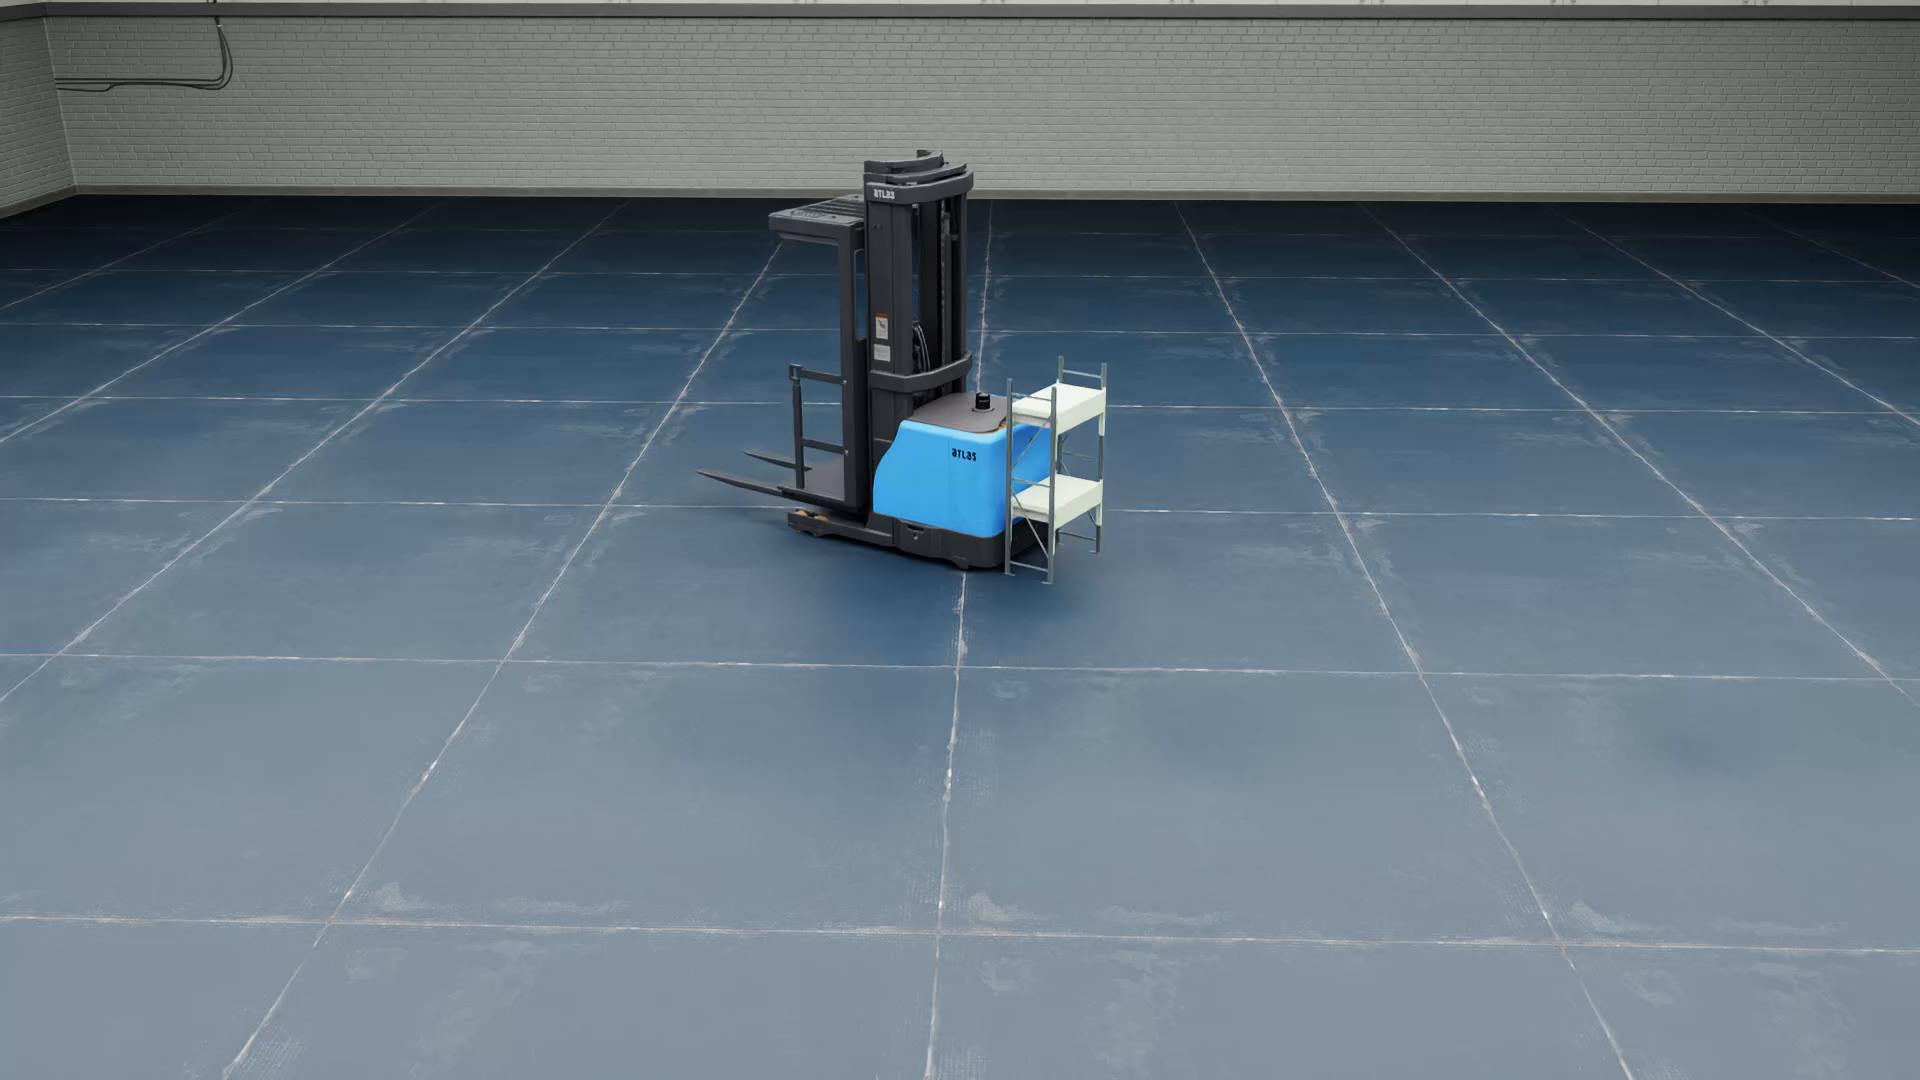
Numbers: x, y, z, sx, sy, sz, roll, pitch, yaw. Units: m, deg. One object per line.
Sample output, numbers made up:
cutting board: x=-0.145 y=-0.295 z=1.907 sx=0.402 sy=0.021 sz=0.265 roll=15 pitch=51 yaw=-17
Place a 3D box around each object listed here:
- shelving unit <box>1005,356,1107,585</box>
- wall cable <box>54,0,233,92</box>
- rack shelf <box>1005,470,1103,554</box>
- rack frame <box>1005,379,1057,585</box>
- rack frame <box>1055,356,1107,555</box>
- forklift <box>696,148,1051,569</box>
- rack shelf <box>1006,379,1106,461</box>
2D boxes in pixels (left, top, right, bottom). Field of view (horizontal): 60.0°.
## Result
shelving unit: x=0.707 y=-0.519 z=12.294 sx=0.431 sy=1.500 sz=0.755 roll=13 pitch=25 yaw=31
wall cable: x=-13.454 y=-8.559 z=26.940 sx=3.097 sy=2.526 sz=0.112 roll=1 pitch=21 yaw=2
rack shelf: x=0.707 y=-0.215 z=12.412 sx=0.431 sy=0.370 sz=0.720 roll=13 pitch=25 yaw=31
rack frame: x=0.507 y=-0.408 z=12.008 sx=0.400 sy=1.500 sz=0.023 roll=13 pitch=25 yaw=31
rack frame: x=0.907 y=-0.630 z=12.580 sx=0.400 sy=1.500 sz=0.023 roll=13 pitch=25 yaw=31
forklift: x=-0.764 y=-1.537 z=12.938 sx=3.031 sy=2.935 sz=1.130 roll=13 pitch=25 yaw=31
rack shelf: x=0.707 y=-0.883 z=12.153 sx=0.431 sy=0.370 sz=0.720 roll=13 pitch=25 yaw=31
